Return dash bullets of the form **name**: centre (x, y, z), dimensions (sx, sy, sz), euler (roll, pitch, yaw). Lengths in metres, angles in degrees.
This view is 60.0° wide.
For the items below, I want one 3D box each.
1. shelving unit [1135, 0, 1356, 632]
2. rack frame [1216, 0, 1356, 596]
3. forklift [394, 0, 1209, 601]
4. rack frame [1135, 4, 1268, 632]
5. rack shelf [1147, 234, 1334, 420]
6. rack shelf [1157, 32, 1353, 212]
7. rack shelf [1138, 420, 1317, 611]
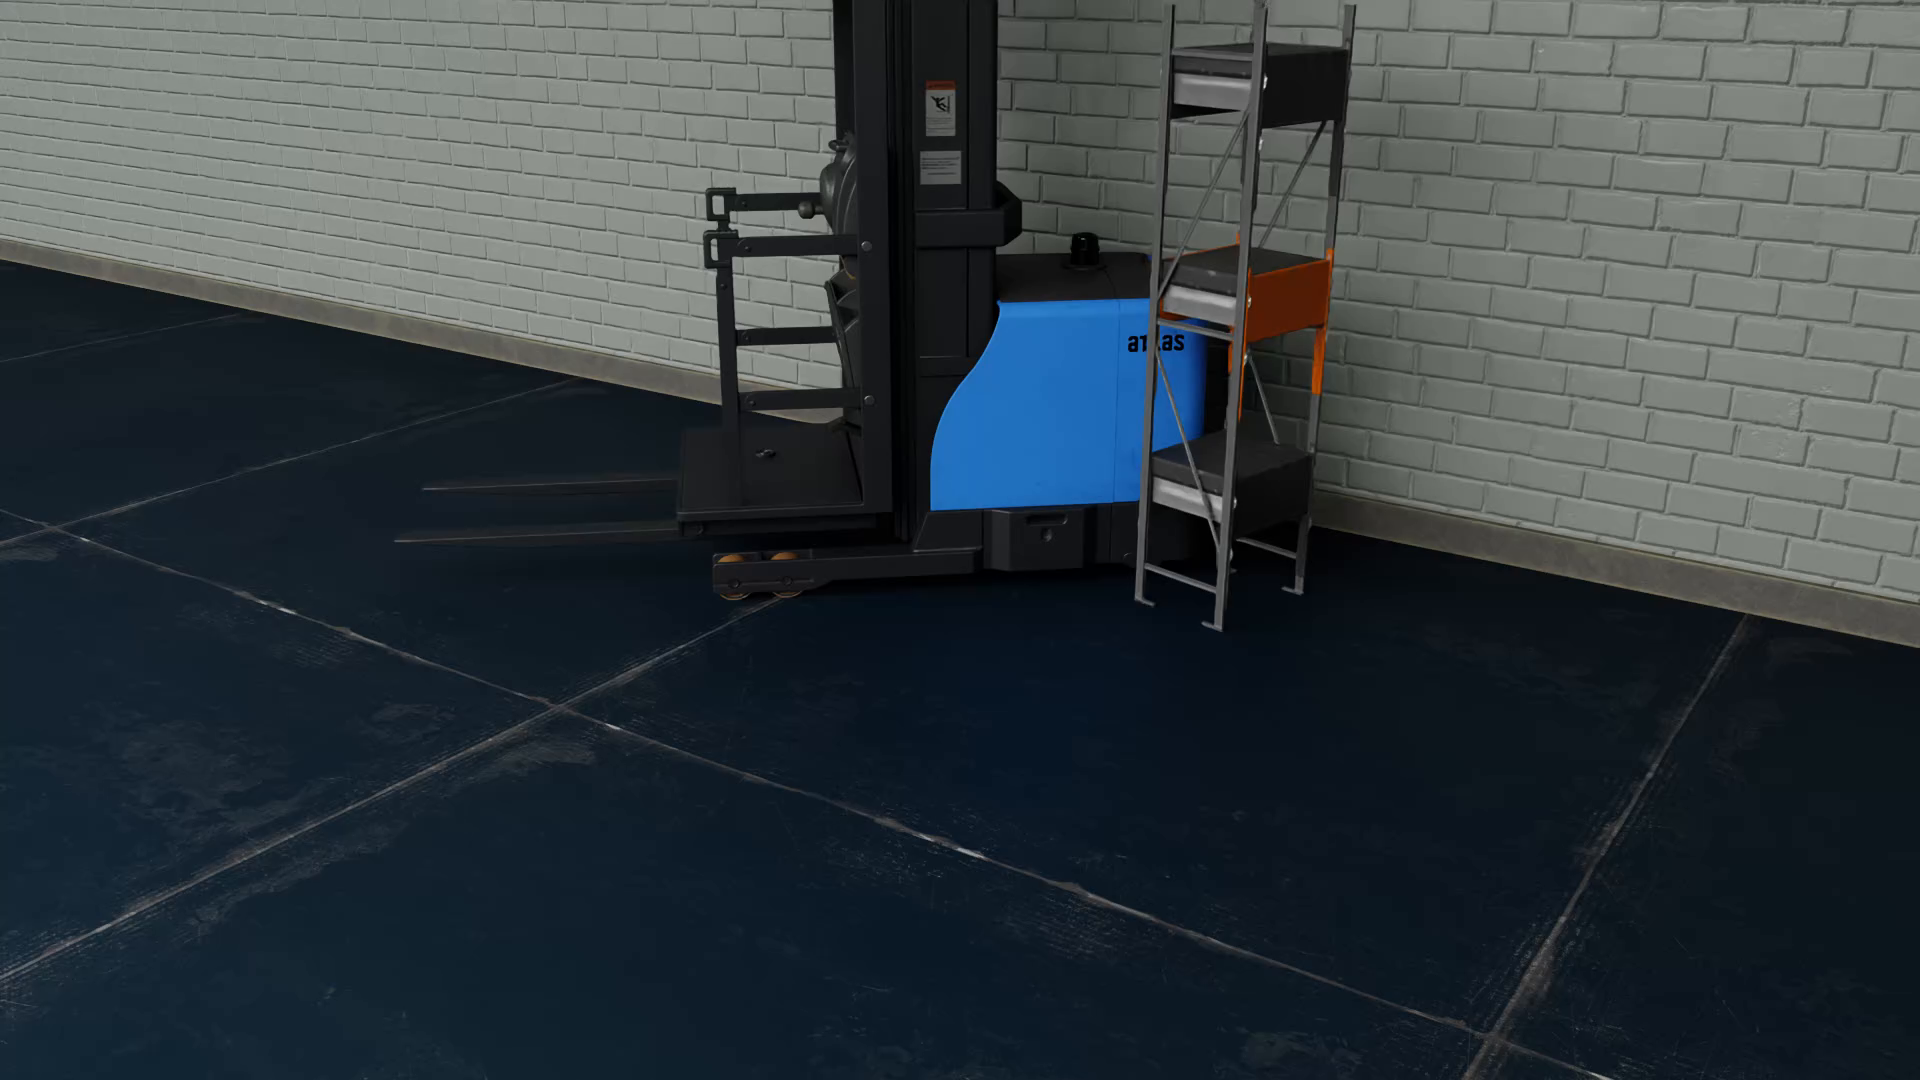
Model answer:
- **shelving unit**: centre (0.975, -0.769, 5.809), dimensions (0.503, 2.100, 0.431), euler (-18, 28, -41)
- **rack frame**: centre (1.150, -0.827, 5.969), dimensions (0.015, 2.100, 0.400), euler (-18, 28, -41)
- **forklift**: centre (-0.625, -1.346, 6.178), dimensions (3.031, 2.935, 1.130), euler (-3, 20, -7)
- **rack frame**: centre (0.800, -0.711, 5.649), dimensions (0.015, 2.100, 0.400), euler (-18, 28, -41)
- **rack shelf**: centre (0.975, -0.757, 5.814), dimensions (0.480, 0.518, 0.431), euler (-18, 28, -41)
- **rack shelf**: centre (0.981, -1.412, 5.568), dimensions (0.480, 0.518, 0.431), euler (-18, 28, -41)
- **rack shelf**: centre (0.968, -0.101, 6.060), dimensions (0.480, 0.518, 0.431), euler (-18, 28, -41)
